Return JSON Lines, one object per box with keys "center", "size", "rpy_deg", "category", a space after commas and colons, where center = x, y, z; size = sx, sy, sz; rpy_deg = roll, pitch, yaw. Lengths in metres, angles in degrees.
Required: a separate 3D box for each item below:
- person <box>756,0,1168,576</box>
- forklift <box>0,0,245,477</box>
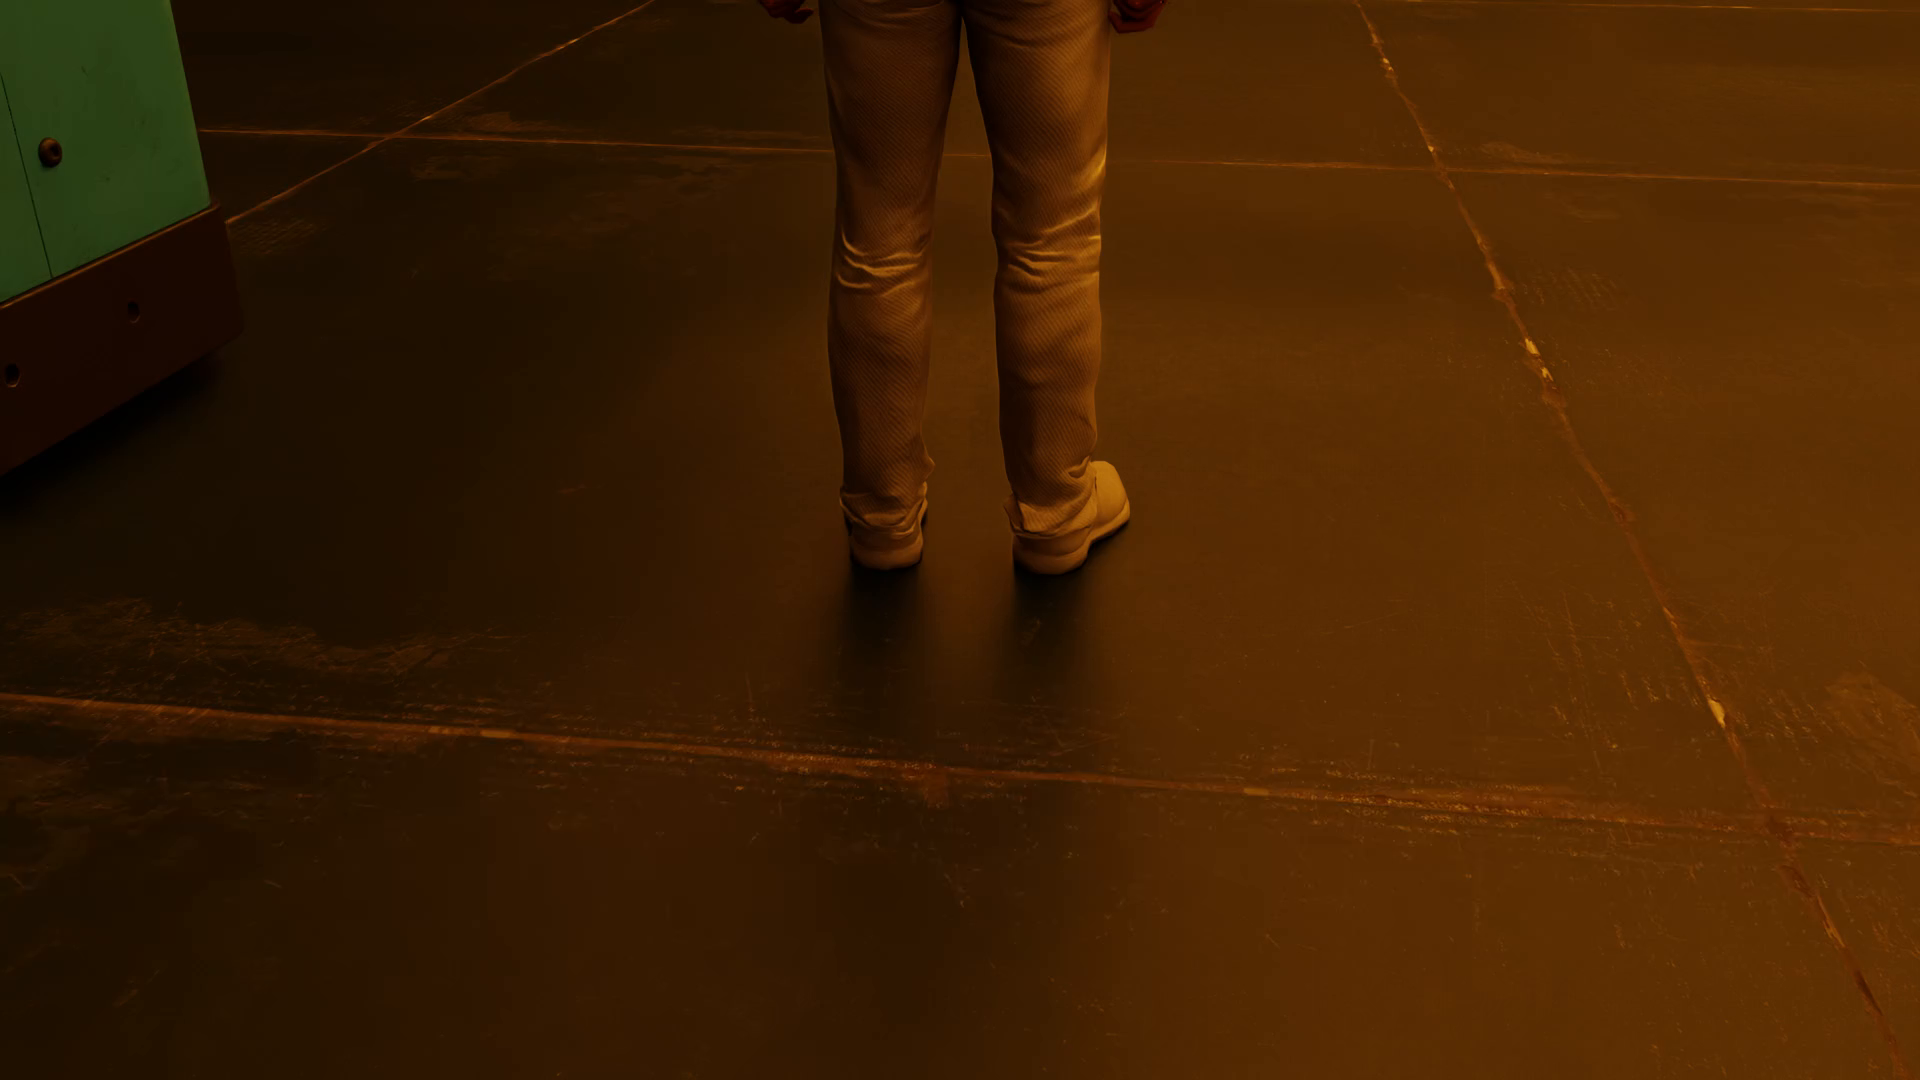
{"center": [-0.003, -0.789, 2.105], "size": [0.556, 1.770, 0.395], "rpy_deg": [3, 27, 7], "category": "person"}
{"center": [-2.911, -1.559, 2.343], "size": [3.031, 2.935, 1.130], "rpy_deg": [5, 27, 9], "category": "forklift"}
